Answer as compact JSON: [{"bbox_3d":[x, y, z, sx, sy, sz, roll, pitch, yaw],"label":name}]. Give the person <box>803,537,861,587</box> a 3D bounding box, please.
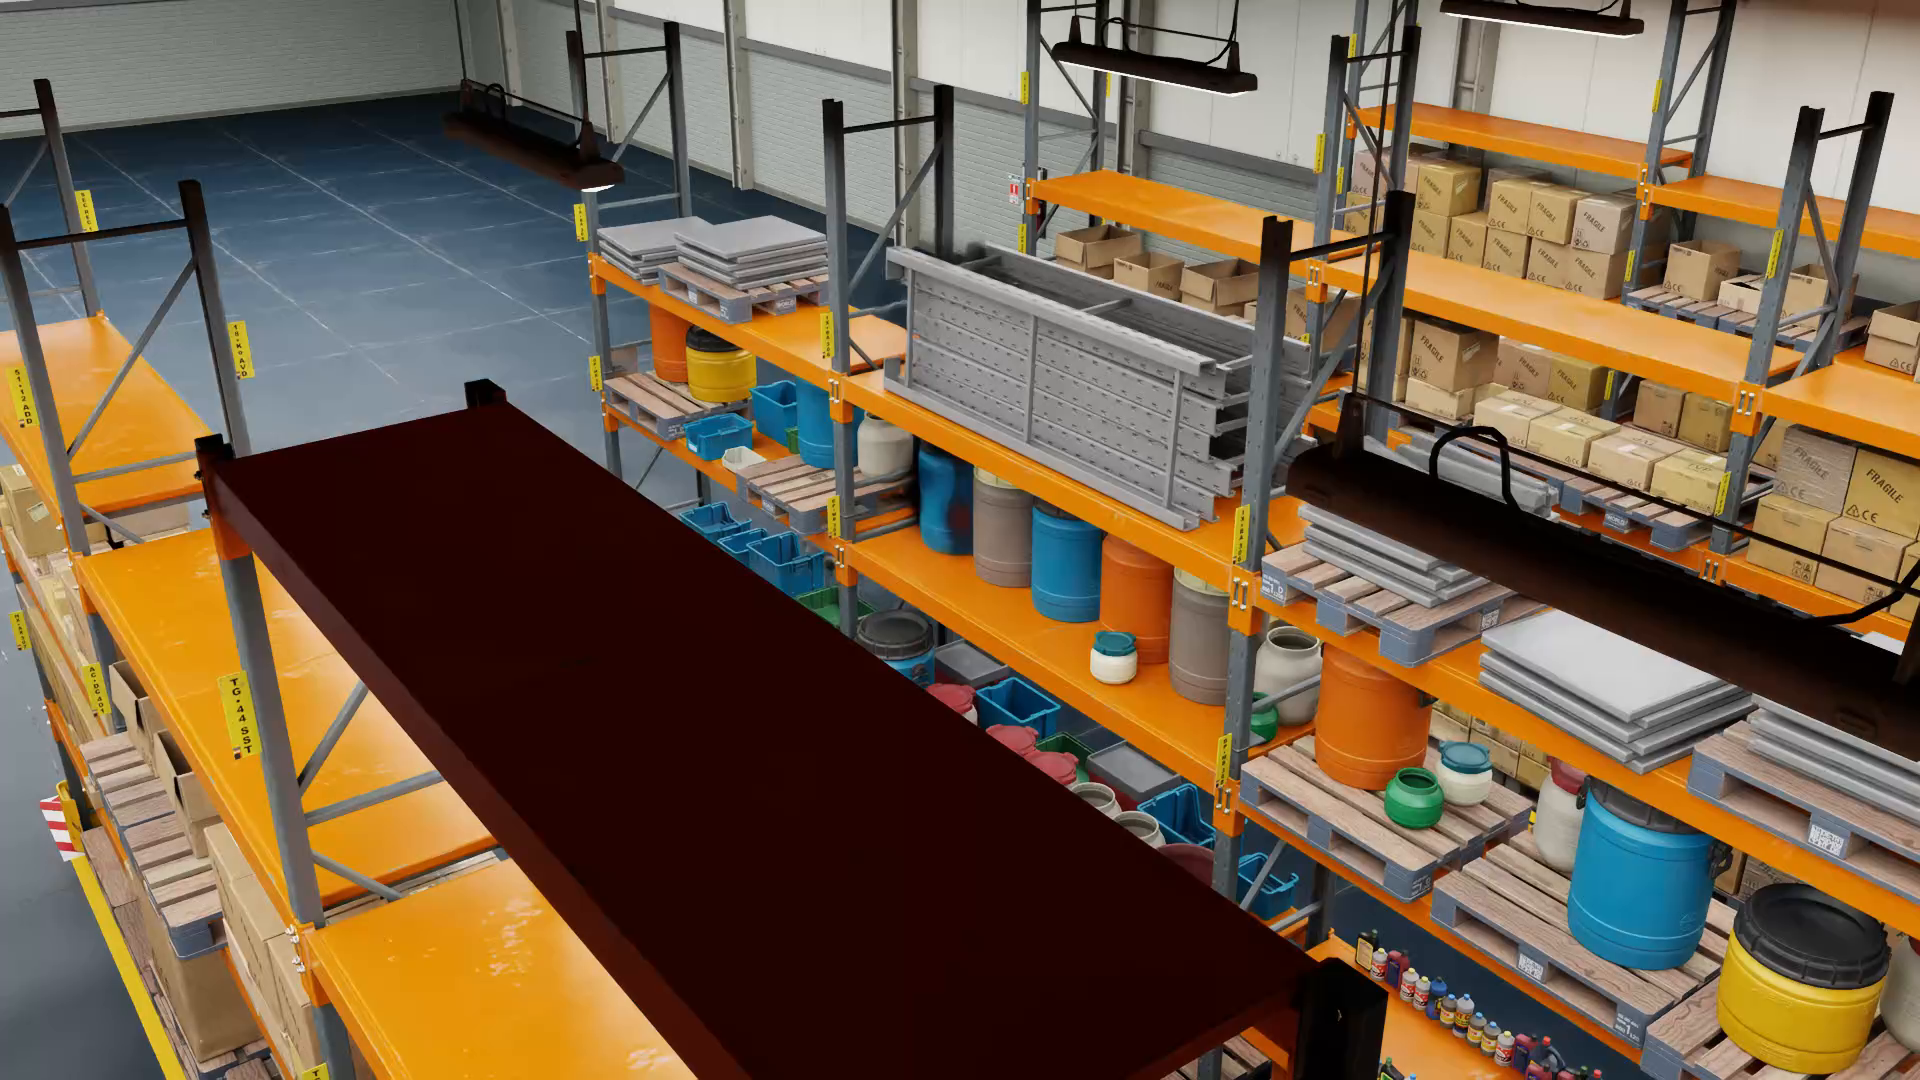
[{"bbox_3d":[-1.349,-0.084,17.223,0.659,1.651,0.628,2,25,4],"label":"person"}]
